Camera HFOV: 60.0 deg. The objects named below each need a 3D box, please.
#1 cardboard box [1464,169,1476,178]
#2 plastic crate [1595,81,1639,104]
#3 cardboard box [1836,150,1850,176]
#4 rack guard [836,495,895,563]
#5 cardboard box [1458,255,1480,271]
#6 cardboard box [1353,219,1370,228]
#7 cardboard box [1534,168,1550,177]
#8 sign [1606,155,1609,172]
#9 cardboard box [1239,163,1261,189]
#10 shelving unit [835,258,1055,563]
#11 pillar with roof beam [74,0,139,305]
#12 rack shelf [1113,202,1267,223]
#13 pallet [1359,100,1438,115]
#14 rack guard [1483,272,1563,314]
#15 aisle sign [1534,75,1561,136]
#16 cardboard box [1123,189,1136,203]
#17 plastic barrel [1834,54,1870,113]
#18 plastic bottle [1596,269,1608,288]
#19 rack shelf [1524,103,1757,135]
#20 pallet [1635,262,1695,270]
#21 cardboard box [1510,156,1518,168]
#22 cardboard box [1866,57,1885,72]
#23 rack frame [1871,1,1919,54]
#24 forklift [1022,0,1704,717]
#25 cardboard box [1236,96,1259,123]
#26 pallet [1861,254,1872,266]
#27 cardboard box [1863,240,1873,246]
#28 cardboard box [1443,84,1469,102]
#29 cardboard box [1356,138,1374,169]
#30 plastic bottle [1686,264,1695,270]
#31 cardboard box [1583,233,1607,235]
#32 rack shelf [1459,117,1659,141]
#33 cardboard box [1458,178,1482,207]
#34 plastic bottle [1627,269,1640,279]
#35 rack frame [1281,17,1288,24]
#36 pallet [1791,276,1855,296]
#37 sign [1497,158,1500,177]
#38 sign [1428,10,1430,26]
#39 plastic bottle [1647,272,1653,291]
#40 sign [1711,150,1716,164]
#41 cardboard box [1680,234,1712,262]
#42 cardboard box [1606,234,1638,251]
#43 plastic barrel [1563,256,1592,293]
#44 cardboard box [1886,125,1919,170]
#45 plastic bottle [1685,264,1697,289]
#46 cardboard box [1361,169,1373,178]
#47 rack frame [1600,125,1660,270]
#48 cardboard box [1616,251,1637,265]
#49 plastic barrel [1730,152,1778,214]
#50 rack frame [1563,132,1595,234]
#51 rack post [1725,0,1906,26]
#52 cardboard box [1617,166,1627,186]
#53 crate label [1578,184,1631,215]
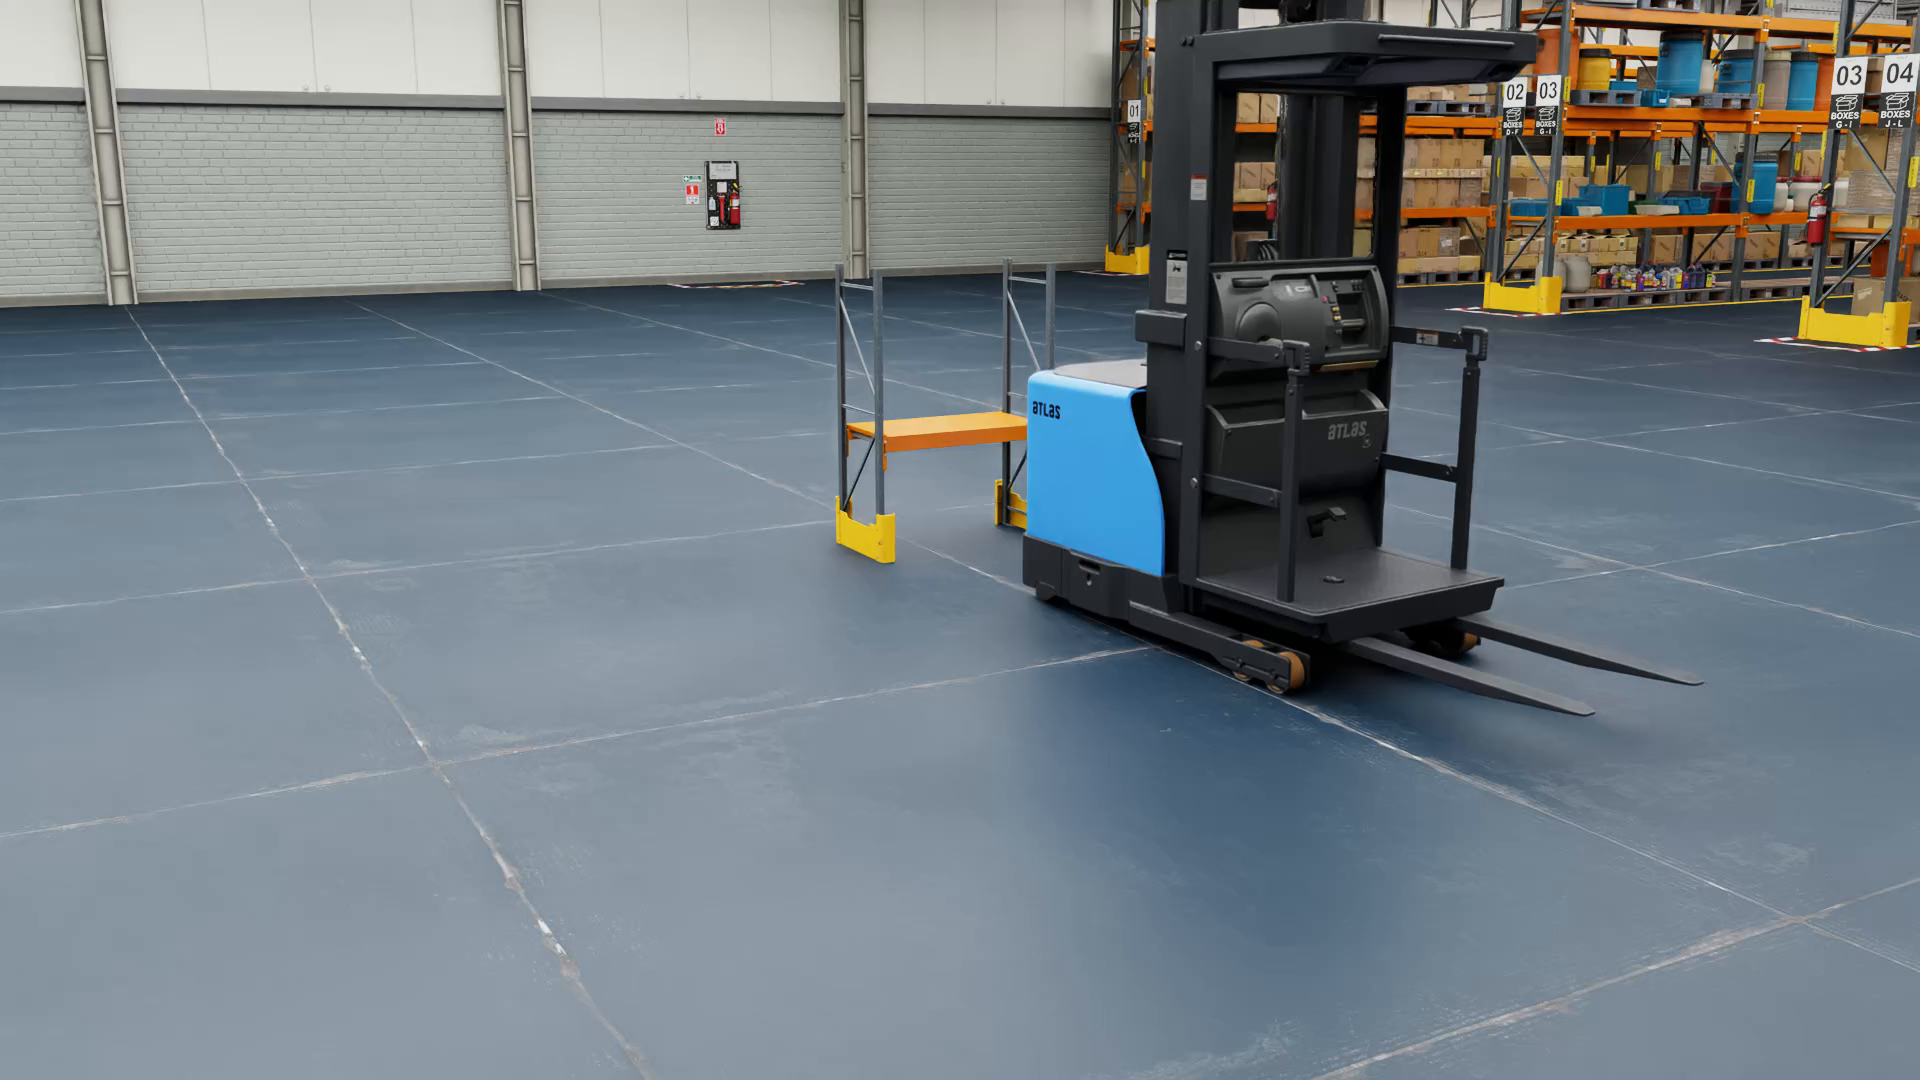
[{"bbox_3d":[8.709,-6.358,28.824,0.250,0.149,0.380,-7,15,-29],"label":"cardboard box"},{"bbox_3d":[9.452,-6.427,24.039,0.575,0.384,0.392,-7,14,-28],"label":"plastic crate"},{"bbox_3d":[17.538,-7.570,33.410,0.500,0.500,0.500,-7,15,-30],"label":"cardboard box"},{"bbox_3d":[-0.504,-0.062,8.813,0.087,0.250,0.587,-7,14,-28],"label":"rack guard"},{"bbox_3d":[8.761,-4.861,29.183,0.500,0.250,0.500,-7,14,-28],"label":"cardboard box"},{"bbox_3d":[8.164,-6.587,34.528,0.500,0.250,0.500,-7,15,-29],"label":"cardboard box"},{"bbox_3d":[12.536,-7.884,36.359,0.500,0.500,0.500,-7,14,-28],"label":"cardboard box"},{"bbox_3d":[12.306,-7.139,31.542,0.005,0.325,0.100,-7,14,-28],"label":"sign"},{"bbox_3d":[5.537,-7.131,32.553,0.500,0.500,0.500,-7,15,-29],"label":"cardboard box"},{"bbox_3d":[-0.067,-0.724,8.909,1.083,1.500,0.587,-7,14,-28],"label":"shelving unit"},{"bbox_3d":[-10.361,-7.066,20.010,0.400,9.000,9.100,-7,14,-28],"label":"pillar with roof beam"},{"bbox_3d":[4.931,-6.481,32.715,4.000,0.370,1.077,-7,14,-28],"label":"rack shelf"},{"bbox_3d":[7.257,-7.286,28.024,1.213,0.211,1.003,-7,14,-28],"label":"pallet"},{"bbox_3d":[7.966,-3.510,23.568,0.348,0.500,1.175,-7,14,-28],"label":"rack guard"},{"bbox_3d":[8.000,-5.917,22.648,0.004,0.787,0.394,-7,14,-28],"label":"aisle sign"},{"bbox_3d":[3.493,-6.645,32.100,0.500,0.250,0.500,-7,14,-27],"label":"cardboard box"},{"bbox_3d":[14.119,-7.218,26.375,0.600,0.901,0.600,0,13,0],"label":"plastic barrel"},{"bbox_3d":[9.559,-3.897,24.796,0.135,0.276,0.152,-7,14,-27],"label":"plastic bottle"},{"bbox_3d":[9.678,-6.035,23.902,4.000,0.370,1.077,-7,14,-28],"label":"rack shelf"},{"bbox_3d":[13.248,-5.220,31.823,1.213,0.211,1.003,-7,14,-28],"label":"pallet"},{"bbox_3d":[11.628,-8.141,35.793,0.500,0.250,0.500,-7,14,-27],"label":"cardboard box"},{"bbox_3d":[10.390,-5.432,19.017,0.250,0.149,0.380,-7,14,-28],"label":"cardboard box"},{"bbox_3d":[14.944,-8.481,26.298,0.127,3.000,1.000,-7,14,-28],"label":"rack frame"},{"bbox_3d":[1.523,-0.950,6.655,1.130,2.935,3.031,-8,15,-32],"label":"forklift"},{"bbox_3d":[5.443,-8.347,32.264,0.500,0.500,0.500,-7,15,-30],"label":"cardboard box"},{"bbox_3d":[18.830,-5.898,34.837,1.213,0.211,1.003,-7,14,-28],"label":"pallet"},{"bbox_3d":[19.237,-6.241,34.701,0.500,0.500,0.500,-7,14,-28],"label":"cardboard box"},{"bbox_3d":[8.495,-7.872,28.919,0.500,0.500,0.500,-6,14,-23],"label":"cardboard box"},{"bbox_3d":[6.474,-6.458,27.790,0.500,0.500,0.700,-7,15,-29],"label":"cardboard box"},{"bbox_3d":[10.937,-3.960,24.905,0.185,0.351,0.144,-7,14,-28],"label":"plastic bottle"},{"bbox_3d":[11.974,-5.648,31.401,0.500,0.311,0.500,-6,14,-26],"label":"cardboard box"},{"bbox_3d":[10.819,-7.411,30.015,4.000,0.370,1.077,-7,14,-28],"label":"rack shelf"},{"bbox_3d":[8.677,-6.089,29.107,0.500,0.500,0.700,-7,15,-29],"label":"cardboard box"},{"bbox_3d":[10.080,-3.924,24.914,0.135,0.276,0.152,-7,14,-28],"label":"plastic bottle"},{"bbox_3d":[5.552,-8.594,26.802,0.127,3.000,1.000,-7,14,-28],"label":"rack frame"},{"bbox_3d":[14.246,-4.120,26.934,1.213,0.211,1.003,-7,14,-28],"label":"pallet"},{"bbox_3d":[9.330,-6.443,28.752,0.005,0.325,0.100,-7,14,-28],"label":"sign"},{"bbox_3d":[9.928,-11.030,35.136,0.005,0.325,0.100,-7,14,-28],"label":"sign"},{"bbox_3d":[10.052,-3.773,24.256,0.097,0.271,0.097,0,13,0],"label":"plastic bottle"},{"bbox_3d":[17.467,-8.879,38.556,0.005,0.325,0.100,-7,14,-28],"label":"sign"},{"bbox_3d":[14.010,-5.605,31.874,0.500,0.500,0.500,-7,14,-29],"label":"cardboard box"},{"bbox_3d":[12.232,-5.544,30.939,0.500,0.311,0.500,-6,14,-26],"label":"cardboard box"},{"bbox_3d":[8.903,-3.840,24.052,0.421,0.512,0.421,0,13,0],"label":"plastic barrel"},{"bbox_3d":[10.909,-4.445,18.846,0.500,0.500,0.500,-7,14,-28],"label":"cardboard box"},{"bbox_3d":[10.838,-3.912,24.692,0.185,0.351,0.144,-8,15,-31],"label":"plastic bottle"},{"bbox_3d":[6.672,-6.113,27.735,0.250,0.149,0.380,-7,14,-29],"label":"cardboard box"},{"bbox_3d":[12.574,-6.509,31.200,0.127,3.000,1.000,-7,14,-28],"label":"rack frame"},{"bbox_3d":[12.229,-5.270,31.001,0.500,0.250,0.500,-6,14,-27],"label":"cardboard box"},{"bbox_3d":[11.918,-5.360,24.953,0.708,0.901,0.600,-7,14,-28],"label":"plastic barrel"},{"bbox_3d":[13.708,-7.884,37.310,0.127,3.000,1.000,-7,14,-28],"label":"rack frame"},{"bbox_3d":[13.120,-8.381,25.401,3.121,1.000,1.013,-7,14,-28],"label":"rack post"},{"bbox_3d":[14.835,-8.160,37.854,0.700,0.700,0.980,-7,15,-29],"label":"cardboard box"},{"bbox_3d":[9.408,-4.976,24.306,0.616,0.435,0.502,-7,14,-28],"label":"crate label"}]
